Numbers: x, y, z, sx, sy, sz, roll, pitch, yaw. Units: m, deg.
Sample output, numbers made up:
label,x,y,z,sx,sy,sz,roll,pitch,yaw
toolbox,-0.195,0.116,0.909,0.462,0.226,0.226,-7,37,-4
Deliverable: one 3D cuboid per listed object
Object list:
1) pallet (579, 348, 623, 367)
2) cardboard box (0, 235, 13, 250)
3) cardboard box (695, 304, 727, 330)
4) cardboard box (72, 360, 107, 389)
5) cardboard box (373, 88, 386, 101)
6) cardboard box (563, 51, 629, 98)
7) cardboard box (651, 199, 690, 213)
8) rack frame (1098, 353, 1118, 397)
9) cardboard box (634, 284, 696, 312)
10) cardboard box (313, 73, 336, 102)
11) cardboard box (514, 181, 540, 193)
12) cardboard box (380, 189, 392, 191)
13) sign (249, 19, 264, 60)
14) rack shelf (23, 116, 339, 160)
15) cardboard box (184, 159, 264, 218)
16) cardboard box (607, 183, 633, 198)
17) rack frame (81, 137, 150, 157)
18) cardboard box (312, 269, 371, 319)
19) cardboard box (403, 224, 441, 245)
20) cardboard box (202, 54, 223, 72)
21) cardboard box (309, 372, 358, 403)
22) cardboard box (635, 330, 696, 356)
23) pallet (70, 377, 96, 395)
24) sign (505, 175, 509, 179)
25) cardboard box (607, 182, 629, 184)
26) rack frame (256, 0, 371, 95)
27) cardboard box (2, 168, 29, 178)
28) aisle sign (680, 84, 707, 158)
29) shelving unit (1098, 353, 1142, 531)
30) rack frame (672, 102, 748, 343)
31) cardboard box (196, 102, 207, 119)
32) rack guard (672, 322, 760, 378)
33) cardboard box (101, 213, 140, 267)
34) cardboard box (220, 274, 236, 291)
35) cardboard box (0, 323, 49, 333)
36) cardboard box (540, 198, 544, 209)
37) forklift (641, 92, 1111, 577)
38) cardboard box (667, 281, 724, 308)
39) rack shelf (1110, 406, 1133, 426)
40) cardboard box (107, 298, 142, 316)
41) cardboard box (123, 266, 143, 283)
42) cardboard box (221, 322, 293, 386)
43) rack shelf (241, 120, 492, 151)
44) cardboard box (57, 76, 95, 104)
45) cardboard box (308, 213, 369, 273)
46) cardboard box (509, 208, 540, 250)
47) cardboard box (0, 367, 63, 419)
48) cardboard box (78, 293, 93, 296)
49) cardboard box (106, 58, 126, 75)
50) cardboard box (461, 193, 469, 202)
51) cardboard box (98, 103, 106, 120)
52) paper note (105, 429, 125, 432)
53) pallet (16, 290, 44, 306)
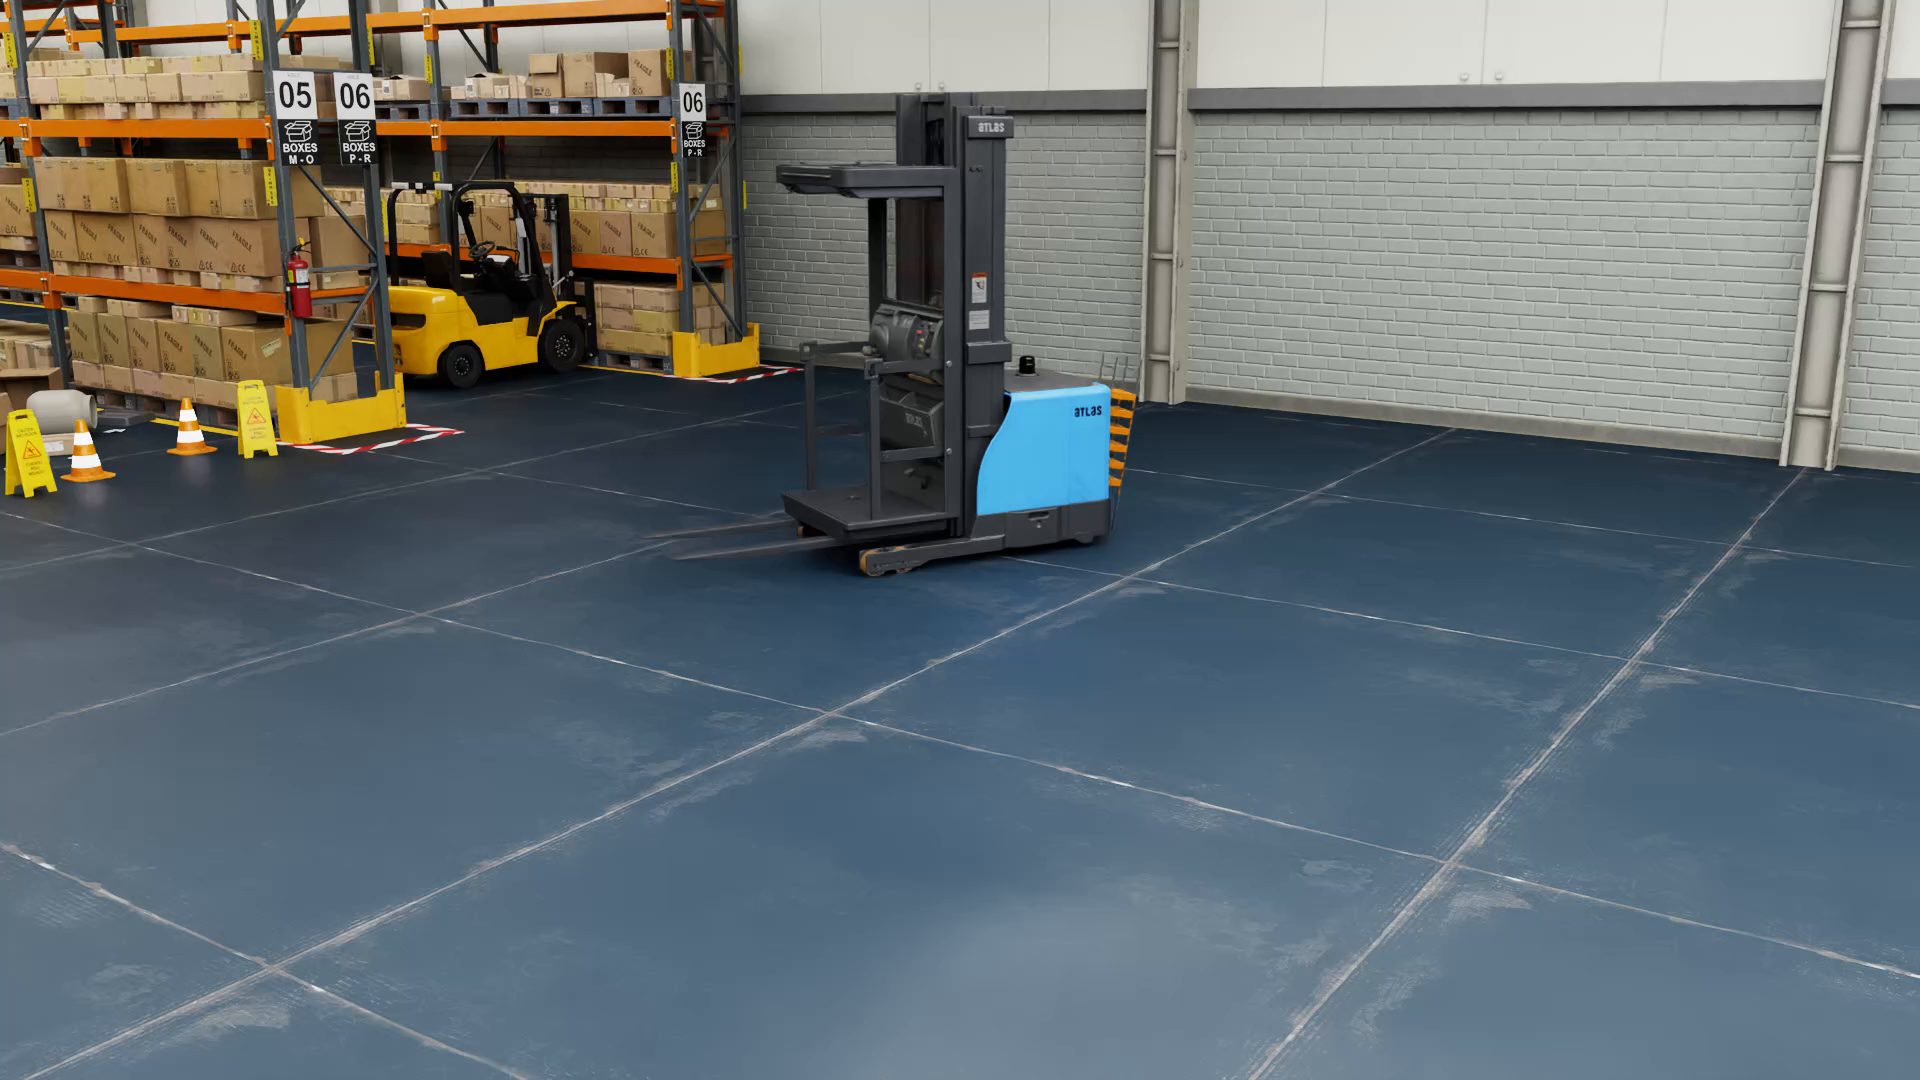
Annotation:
label,x,y,z,sx,sy,sz,roll,pitch,yaw
pallet,-4.488,-2.321,20.262,1.213,0.211,1.003,9,17,33
cardboard box,-9.698,-3.098,17.245,0.250,0.149,0.380,9,16,31
cardboard box,-3.096,-2.633,19.526,0.500,0.250,0.500,10,17,34
cardboard box,-8.570,-1.699,16.794,0.500,0.250,0.500,8,16,30
cardboard box,-7.223,-5.627,21.010,0.250,0.149,0.380,9,17,33
cardboard box,-4.120,-5.342,19.128,0.500,0.500,0.700,9,17,33
cardboard box,-3.266,-3.771,18.757,0.250,0.149,0.380,9,17,34
rack frame,0.944,-0.688,11.514,0.006,1.200,0.240,4,12,-21
cardboard box,-3.378,-2.771,19.042,0.500,0.250,0.500,10,17,35
cardboard box,-5.858,-4.075,14.993,0.500,0.250,0.500,9,16,32
cardboard box,-5.172,-4.225,19.973,0.250,0.149,0.380,9,16,32
cardboard box,-7.421,-4.449,21.496,0.250,0.149,0.380,9,16,31
sign,-5.916,-4.205,13.981,0.005,0.325,0.100,9,17,33
rack shelf,-7.249,-3.802,15.694,4.000,0.370,1.077,9,17,33
cardboard box,-6.551,-3.199,15.098,0.500,0.500,0.700,9,17,33
cardboard box,-3.856,-4.036,19.206,0.250,0.149,0.380,9,17,33
rack frame,-12.779,-5.026,25.385,0.127,3.000,1.000,9,17,33
cardboard box,-8.404,-3.369,22.757,0.625,0.625,0.875,10,17,35
cardboard box,-6.705,-3.896,21.132,0.500,0.250,0.500,10,17,34
cardboard box,-6.449,-4.207,14.698,0.250,0.149,0.380,9,16,32
cardboard box,-6.104,-1.459,15.824,0.500,0.250,0.500,9,17,32
cardboard box,-3.388,-2.286,19.164,0.500,0.250,0.500,9,17,33
pallet,-9.555,-1.714,17.807,1.213,0.211,1.003,9,17,33
sign,-5.833,-4.523,21.386,0.005,0.325,0.100,9,17,33
cardboard box,-3.999,-4.208,19.904,0.250,0.149,0.380,9,16,31
rack frame,-5.589,-5.339,14.163,0.127,3.000,1.000,9,17,33
cardboard box,-10.060,-3.934,17.920,0.250,0.149,0.380,10,17,36
aisle sign,-2.932,-4.612,18.300,0.004,0.787,0.394,9,17,33
shelving unit,1.029,-0.681,11.546,0.189,1.200,0.258,4,12,-21
rack frame,-2.822,-3.417,18.884,0.127,3.000,1.000,9,17,33
cardboard box,-6.641,-3.870,14.993,0.250,0.149,0.380,9,17,33
rack guard,-2.802,-2.200,19.172,0.348,0.500,1.175,9,17,33
cardboard box,-7.860,-2.909,16.005,0.500,0.500,0.500,9,17,32
cardboard box,-6.492,-2.363,15.149,0.250,0.149,0.380,9,16,32
cardboard box,-10.521,-2.150,18.361,0.625,0.372,0.950,10,17,35
cardboard box,-4.752,-4.010,19.723,0.250,0.149,0.380,9,16,32
forklift,-0.530,-1.336,10.619,3.031,2.935,1.130,-7,16,-28
cardboard box,-3.115,-2.874,19.457,0.500,0.250,0.500,9,16,32
rack shelf,1.058,-0.871,11.510,0.180,0.103,0.258,4,12,-21
cardboard box,-8.072,-2.281,16.233,0.250,0.149,0.380,10,17,35
cardboard box,-7.770,-2.562,15.952,0.250,0.149,0.380,9,17,33
cardboard box,-6.400,-1.715,15.298,0.500,0.500,0.500,9,17,33
rack shelf,-7.801,-5.329,21.861,4.000,0.370,1.077,9,17,33
cardboard box,-8.263,-4.310,15.942,0.500,0.250,0.500,9,17,32
cardboard box,-5.828,-2.739,15.317,0.500,0.500,0.500,9,16,32
cardboard box,-5.057,-3.756,20.046,0.500,0.500,0.500,9,17,32
cardboard box,-8.779,-1.336,15.675,0.500,0.500,0.500,-4,14,-16
cardboard box,-13.406,-3.862,25.743,0.250,0.149,0.380,9,16,31
cardboard box,-7.718,-4.413,15.530,0.250,0.149,0.380,9,16,32
cardboard box,-6.024,-4.222,20.577,0.250,0.149,0.380,9,16,32
cardboard box,-7.932,-4.070,15.801,0.250,0.149,0.380,9,16,31
paper note,-7.808,-1.016,15.362,0.148,0.019,0.142,3,14,14
pallet,-14.365,-3.928,26.754,1.213,0.211,1.003,9,17,33
